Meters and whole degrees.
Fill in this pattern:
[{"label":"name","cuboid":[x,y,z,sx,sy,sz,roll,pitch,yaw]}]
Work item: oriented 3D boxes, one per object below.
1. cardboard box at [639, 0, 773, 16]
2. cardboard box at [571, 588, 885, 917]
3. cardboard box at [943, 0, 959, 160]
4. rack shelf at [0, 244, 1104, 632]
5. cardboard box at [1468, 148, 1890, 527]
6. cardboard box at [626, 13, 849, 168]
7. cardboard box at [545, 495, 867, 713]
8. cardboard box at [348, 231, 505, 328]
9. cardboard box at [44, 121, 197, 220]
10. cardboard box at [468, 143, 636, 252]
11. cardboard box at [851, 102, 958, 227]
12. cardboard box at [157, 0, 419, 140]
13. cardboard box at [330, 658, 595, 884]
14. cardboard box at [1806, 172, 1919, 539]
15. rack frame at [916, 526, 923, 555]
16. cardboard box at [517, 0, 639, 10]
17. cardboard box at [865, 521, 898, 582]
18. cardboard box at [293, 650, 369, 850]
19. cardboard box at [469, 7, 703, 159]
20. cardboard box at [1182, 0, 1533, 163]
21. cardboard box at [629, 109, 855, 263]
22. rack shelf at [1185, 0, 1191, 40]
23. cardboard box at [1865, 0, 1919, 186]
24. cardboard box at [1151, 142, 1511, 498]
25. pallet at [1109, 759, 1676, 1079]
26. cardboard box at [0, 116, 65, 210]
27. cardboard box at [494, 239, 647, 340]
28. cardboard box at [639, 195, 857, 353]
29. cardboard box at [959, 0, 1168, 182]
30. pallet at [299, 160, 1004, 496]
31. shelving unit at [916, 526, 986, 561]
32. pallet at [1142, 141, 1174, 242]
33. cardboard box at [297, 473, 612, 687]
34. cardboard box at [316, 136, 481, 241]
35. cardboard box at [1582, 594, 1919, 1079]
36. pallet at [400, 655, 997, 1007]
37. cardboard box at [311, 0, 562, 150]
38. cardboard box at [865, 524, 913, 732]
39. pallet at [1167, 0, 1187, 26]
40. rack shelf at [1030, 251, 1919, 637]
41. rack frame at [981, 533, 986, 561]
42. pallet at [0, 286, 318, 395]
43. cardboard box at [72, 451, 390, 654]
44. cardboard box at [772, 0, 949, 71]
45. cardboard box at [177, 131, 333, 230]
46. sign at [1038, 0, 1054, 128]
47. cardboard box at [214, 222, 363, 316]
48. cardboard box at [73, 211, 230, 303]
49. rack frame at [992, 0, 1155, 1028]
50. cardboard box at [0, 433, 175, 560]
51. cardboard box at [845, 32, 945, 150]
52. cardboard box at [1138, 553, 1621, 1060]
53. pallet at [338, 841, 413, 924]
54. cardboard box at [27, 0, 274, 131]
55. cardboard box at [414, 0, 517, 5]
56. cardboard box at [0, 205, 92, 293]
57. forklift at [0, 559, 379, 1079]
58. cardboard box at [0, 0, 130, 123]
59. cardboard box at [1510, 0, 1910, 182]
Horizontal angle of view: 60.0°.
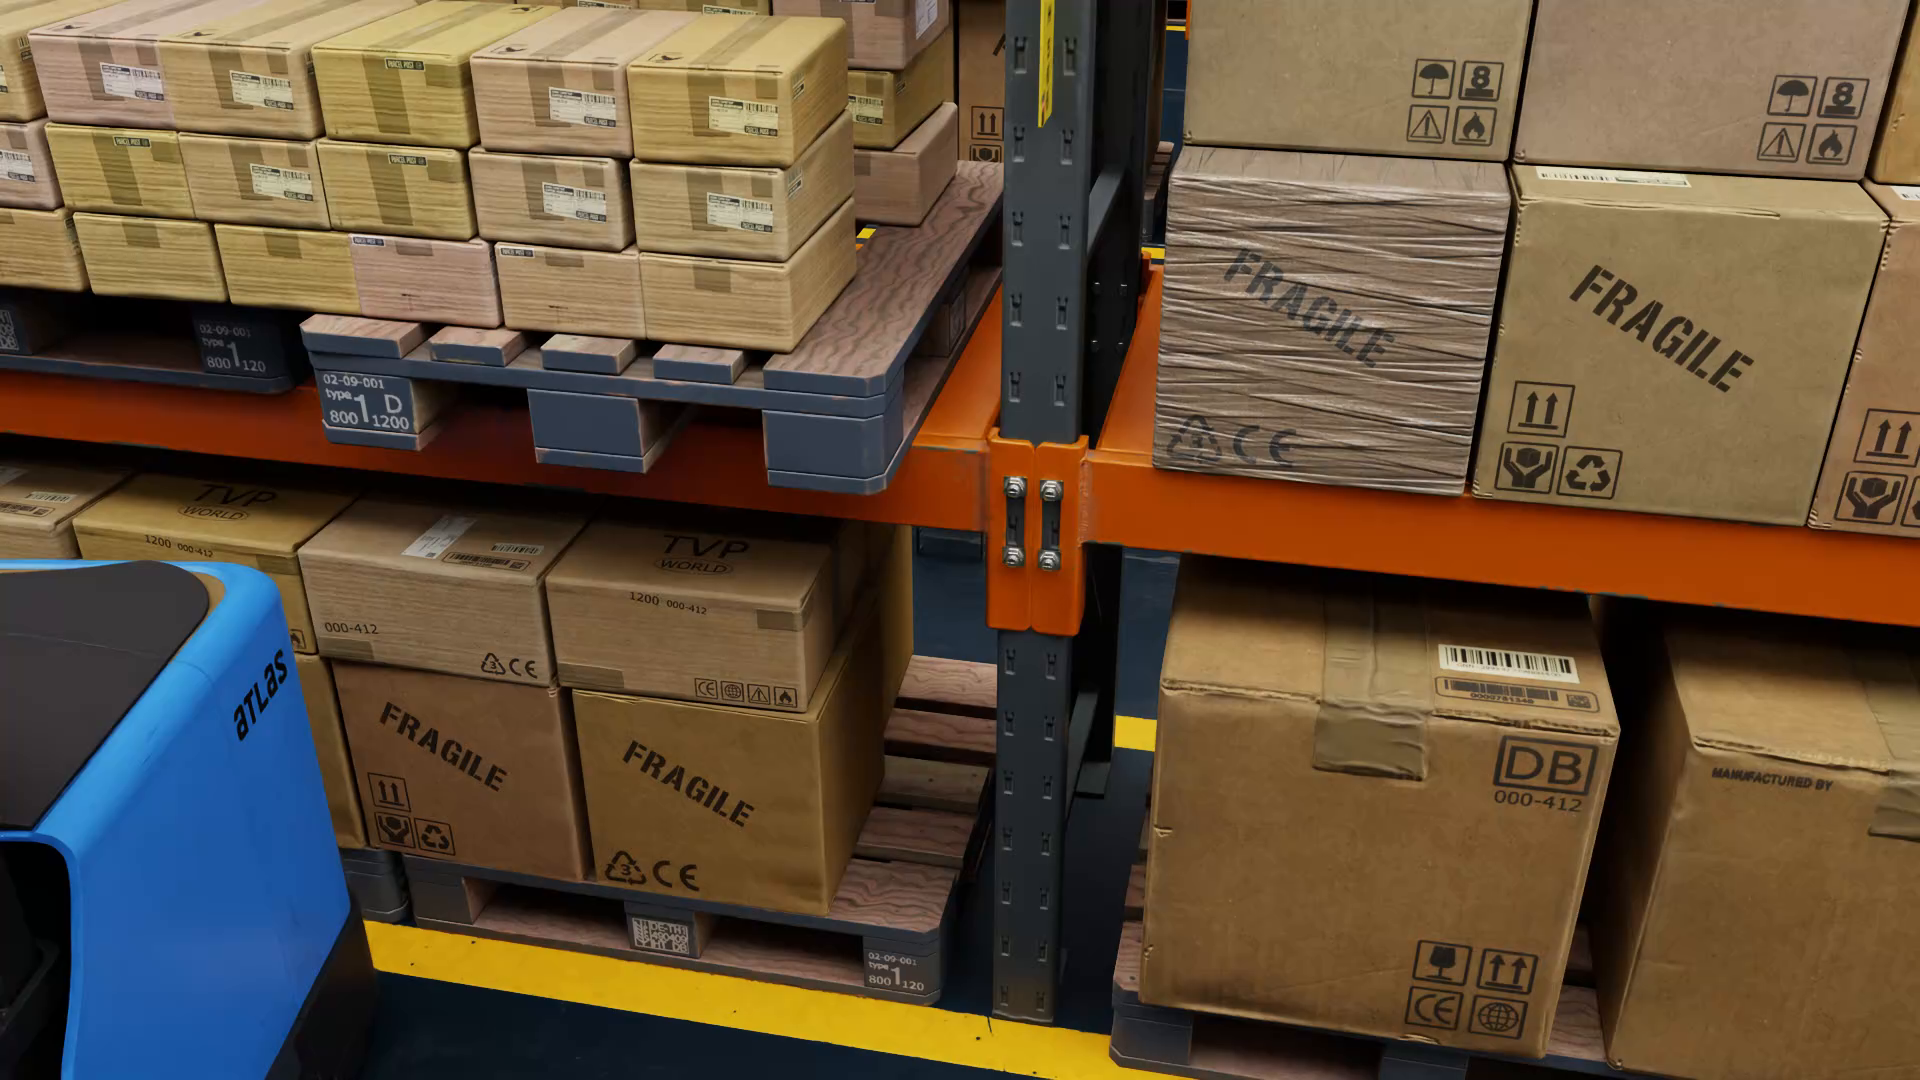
[{"label":"cardboard box","cuboid":[-0.443,-1.052,3.253,0.250,0.149,0.380,5,29,9]},{"label":"cardboard box","cuboid":[-0.466,0.415,3.534,0.500,0.500,0.500,6,29,10]},{"label":"cardboard box","cuboid":[-0.363,-2.341,8.177,0.875,0.875,0.875,6,29,11]},{"label":"rack shelf","cuboid":[-1.724,-0.439,3.677,4.000,0.370,1.077,6,29,11]},{"label":"cardboard box","cuboid":[1.112,-0.376,2.710,0.500,0.500,0.500,6,29,10]},{"label":"cardboard box","cuboid":[-0.343,-0.723,2.651,0.250,0.149,0.380,5,29,9]},{"label":"cardboard box","cuboid":[-0.492,0.084,3.358,0.500,0.250,0.500,5,29,9]},{"label":"cardboard box","cuboid":[-0.841,-0.513,2.888,0.250,0.149,0.380,6,29,11]},{"label":"cardboard box","cuboid":[-1.353,-0.697,2.913,0.250,0.149,0.380,6,29,10]},{"label":"cardboard box","cuboid":[-0.608,-0.620,2.774,0.250,0.149,0.380,7,29,12]},{"label":"cardboard box","cuboid":[-0.164,-0.768,3.353,0.250,0.149,0.380,5,29,10]},{"label":"cardboard box","cuboid":[-1.106,-0.800,2.793,0.250,0.149,0.380,7,29,12]},{"label":"cardboard box","cuboid":[-0.973,0.361,3.632,0.500,0.500,0.500,7,29,13]},{"label":"cardboard box","cuboid":[1.606,-0.326,2.617,0.500,0.500,0.500,6,29,11]},{"label":"rack frame","cuboid":[-0.107,-0.406,5.054,0.006,0.900,0.240,6,29,11]},{"label":"cardboard box","cuboid":[-0.682,-1.079,3.301,0.250,0.149,0.380,6,29,10]},{"label":"cardboard box","cuboid":[-0.392,-0.154,3.792,0.500,0.250,0.500,5,29,8]},{"label":"cardboard box","cuboid":[-1.494,0.316,3.715,0.500,0.500,0.500,5,29,8]},{"label":"cardboard box","cuboid":[-0.588,-0.749,2.699,0.250,0.149,0.380,6,29,10]},{"label":"cardboard box","cuboid":[0.669,-0.987,2.783,0.500,0.500,0.700,6,29,10]},{"label":"cardboard box","cuboid":[-0.346,-0.594,2.726,0.250,0.149,0.380,6,29,12]},{"label":"rack shelf","cuboid":[-0.789,-2.774,7.942,4.000,0.370,1.077,6,29,11]},{"label":"cardboard box","cuboid":[1.666,-0.886,2.600,0.500,0.500,0.700,5,29,10]},{"label":"cardboard box","cuboid":[0.615,-0.426,2.800,0.500,0.500,0.500,6,29,11]},{"label":"pallet","cuboid":[0.987,0.784,3.599,1.213,0.211,1.003,6,29,11]},{"label":"cardboard box","cuboid":[-1.608,-0.722,2.961,0.250,0.149,0.380,7,29,12]},{"label":"cardboard box","cuboid":[-0.589,-0.487,2.841,0.250,0.149,0.380,6,29,10]},{"label":"cardboard box","cuboid":[-0.347,-0.462,2.794,0.250,0.149,0.380,6,29,11]},{"label":"cardboard box","cuboid":[0.509,-2.249,8.010,0.875,0.875,0.875,6,29,10]},{"label":"pallet","cuboid":[-0.487,-0.491,3.223,1.003,0.211,1.213,6,29,11]},{"label":"shelving unit","cuboid":[-0.008,-0.396,5.035,0.210,0.900,0.258,6,29,11]},{"label":"pallet","cuboid":[0.412,-1.780,8.282,1.213,0.211,1.003,6,29,11]},{"label":"cardboard box","cuboid":[-0.988,0.038,3.441,0.500,0.250,0.500,6,29,11]},{"label":"cardboard box","cuboid":[-0.866,-0.645,2.820,0.250,0.149,0.380,7,29,12]},{"label":"cardboard box","cuboid":[1.664,0.438,3.232,0.750,0.750,1.050,6,29,11]},{"label":"pallet","cuboid":[-0.532,0.590,3.952,1.213,0.211,1.003,6,29,11]},{"label":"cardboard box","cuboid":[-0.844,-0.775,2.747,0.250,0.149,0.380,7,29,12]},{"label":"cardboard box","cuboid":[-0.407,0.168,3.986,0.500,0.500,0.500,5,29,8]},{"label":"pallet","cuboid":[1.477,-4.090,12.500,1.213,0.211,1.003,6,29,11]},{"label":"rack shelf","cuboid":[2.188,-0.038,2.945,4.000,0.370,1.077,6,29,11]},{"label":"rack frame","cuboid":[0.091,-0.385,5.017,0.006,0.900,0.240,6,29,11]},{"label":"pallet","cuboid":[-1.713,-0.649,3.512,1.213,0.211,1.003,6,29,11]},{"label":"cardboard box","cuboid":[-1.482,-0.020,3.548,0.500,0.250,0.500,7,29,12]},{"label":"cardboard box","cuboid":[-0.184,-1.027,3.207,0.250,0.149,0.380,6,29,11]},{"label":"cardboard box","cuboid":[-1.110,-0.671,2.866,0.250,0.149,0.380,6,29,11]},{"label":"sign","cuboid":[0.128,-0.771,2.412,0.005,0.325,0.100,6,29,11]},{"label":"cardboard box","cuboid":[-1.084,-0.540,2.936,0.250,0.149,0.380,5,29,10]},{"label":"cardboard box","cuboid":[-1.347,-0.566,2.984,0.250,0.149,0.380,5,29,8]},{"label":"rack frame","cuboid":[0.232,-0.554,3.138,0.127,3.000,1.000,6,29,11]},{"label":"cardboard box","cuboid":[-1.993,-0.068,3.636,0.500,0.250,0.500,7,29,12]},{"label":"cardboard box","cuboid":[-0.199,-0.901,3.287,0.250,0.149,0.380,7,30,13]},{"label":"cardboard box","cuboid":[0.809,0.352,3.389,0.750,0.750,1.050,5,29,10]},{"label":"pallet","cuboid":[-1.721,0.467,4.178,1.213,0.211,1.003,6,29,11]},{"label":"cardboard box","cuboid":[-1.341,-0.827,2.842,0.250,0.149,0.380,6,29,11]},{"label":"cardboard box","cuboid":[-0.941,-1.105,3.350,0.250,0.149,0.380,5,29,8]},{"label":"cardboard box","cuboid":[-1.600,-0.593,3.033,0.250,0.149,0.380,7,29,12]},{"label":"forklift","cuboid":[-1.747,0.393,1.479,1.130,2.935,3.031,1,29,1]},{"label":"cardboard box","cuboid":[-1.607,-0.853,2.890,0.250,0.149,0.380,7,30,13]},{"label":"cardboard box","cuboid":[1.164,-0.937,2.692,0.500,0.500,0.700,5,29,10]}]
